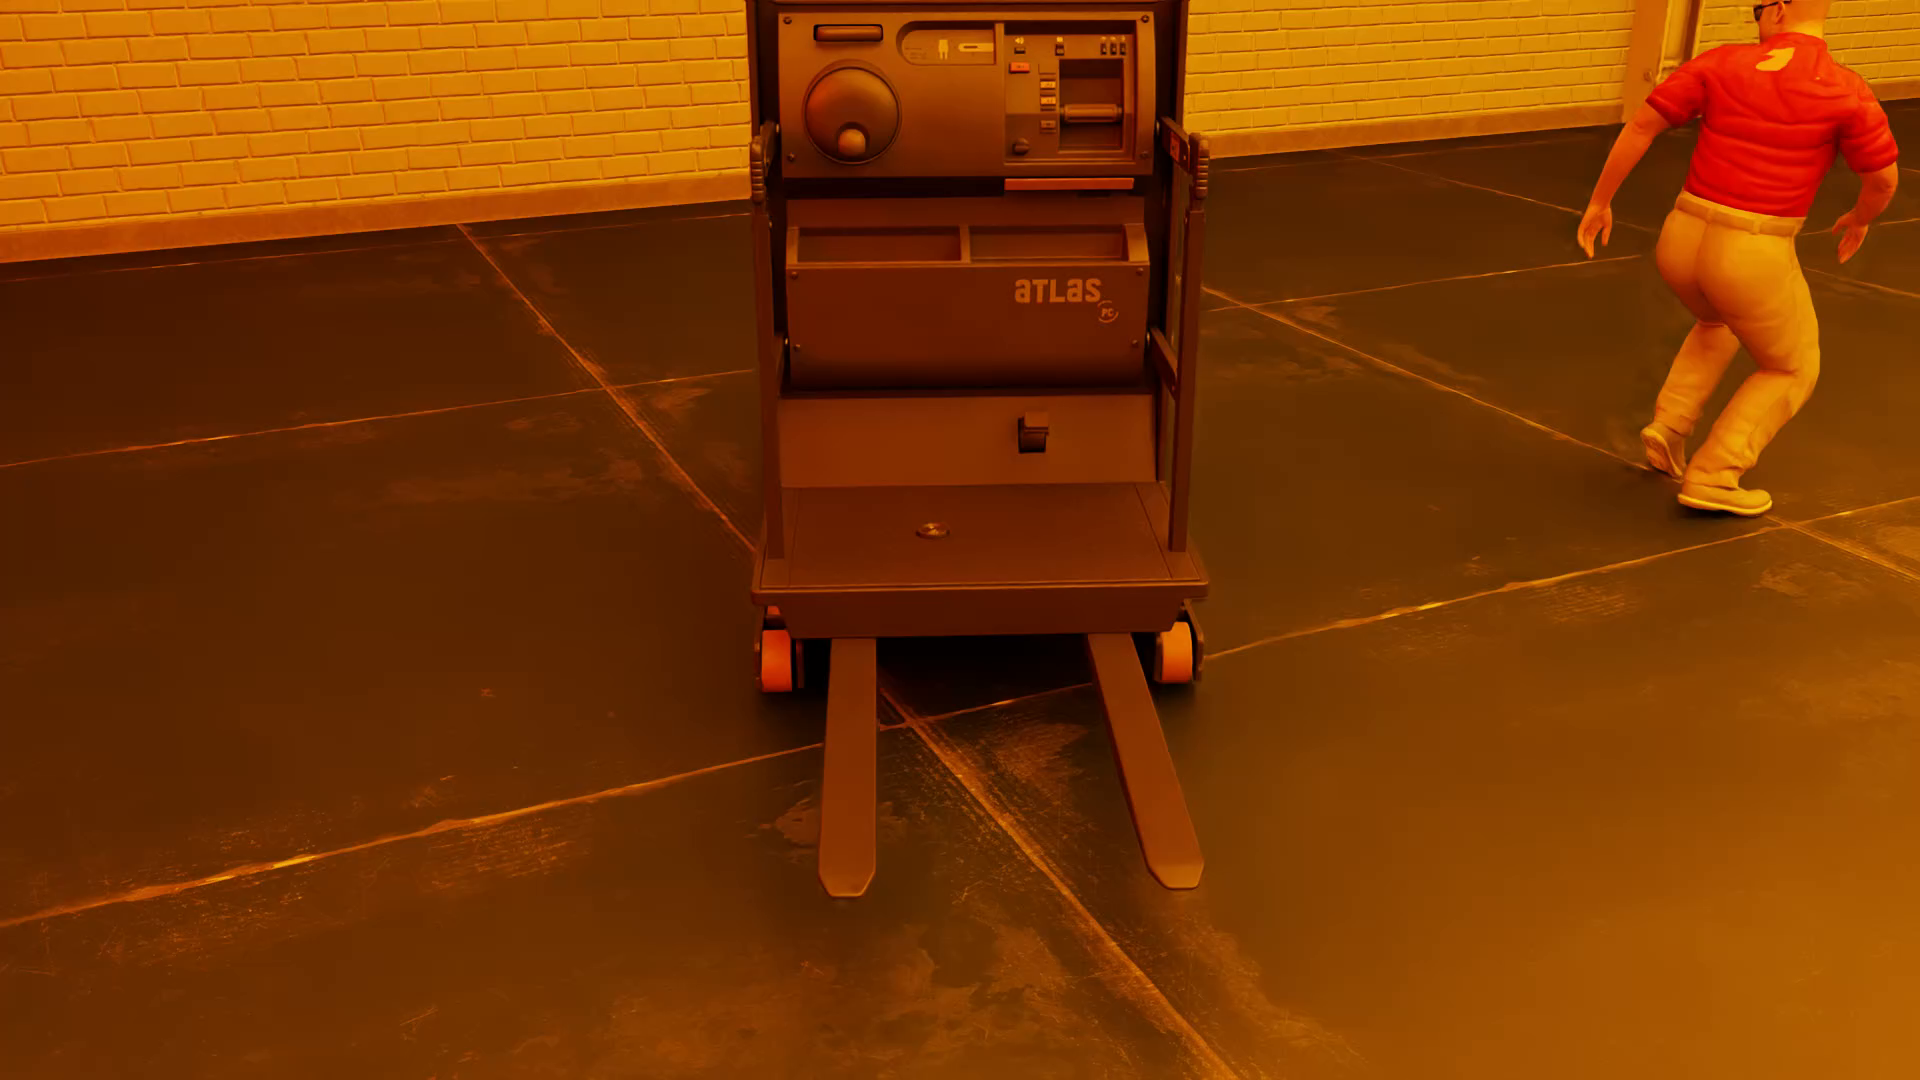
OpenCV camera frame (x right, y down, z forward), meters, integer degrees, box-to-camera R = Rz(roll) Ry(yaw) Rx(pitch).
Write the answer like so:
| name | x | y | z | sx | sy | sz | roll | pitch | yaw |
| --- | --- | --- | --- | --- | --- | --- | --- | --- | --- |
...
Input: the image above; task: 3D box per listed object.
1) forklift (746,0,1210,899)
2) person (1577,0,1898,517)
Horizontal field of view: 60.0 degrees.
| name | x | y | z | sx | sy | sz | roll | pitch | yaw |
| --- | --- | --- | --- | --- | --- | --- | --- | --- | --- |
| forklift | 0.030 | -1.093 | 3.918 | 1.130 | 2.935 | 3.031 | -1 | 23 | -2 |
| person | 2.418 | -0.884 | 5.138 | 0.733 | 1.691 | 0.723 | -13 | 26 | -29 |
